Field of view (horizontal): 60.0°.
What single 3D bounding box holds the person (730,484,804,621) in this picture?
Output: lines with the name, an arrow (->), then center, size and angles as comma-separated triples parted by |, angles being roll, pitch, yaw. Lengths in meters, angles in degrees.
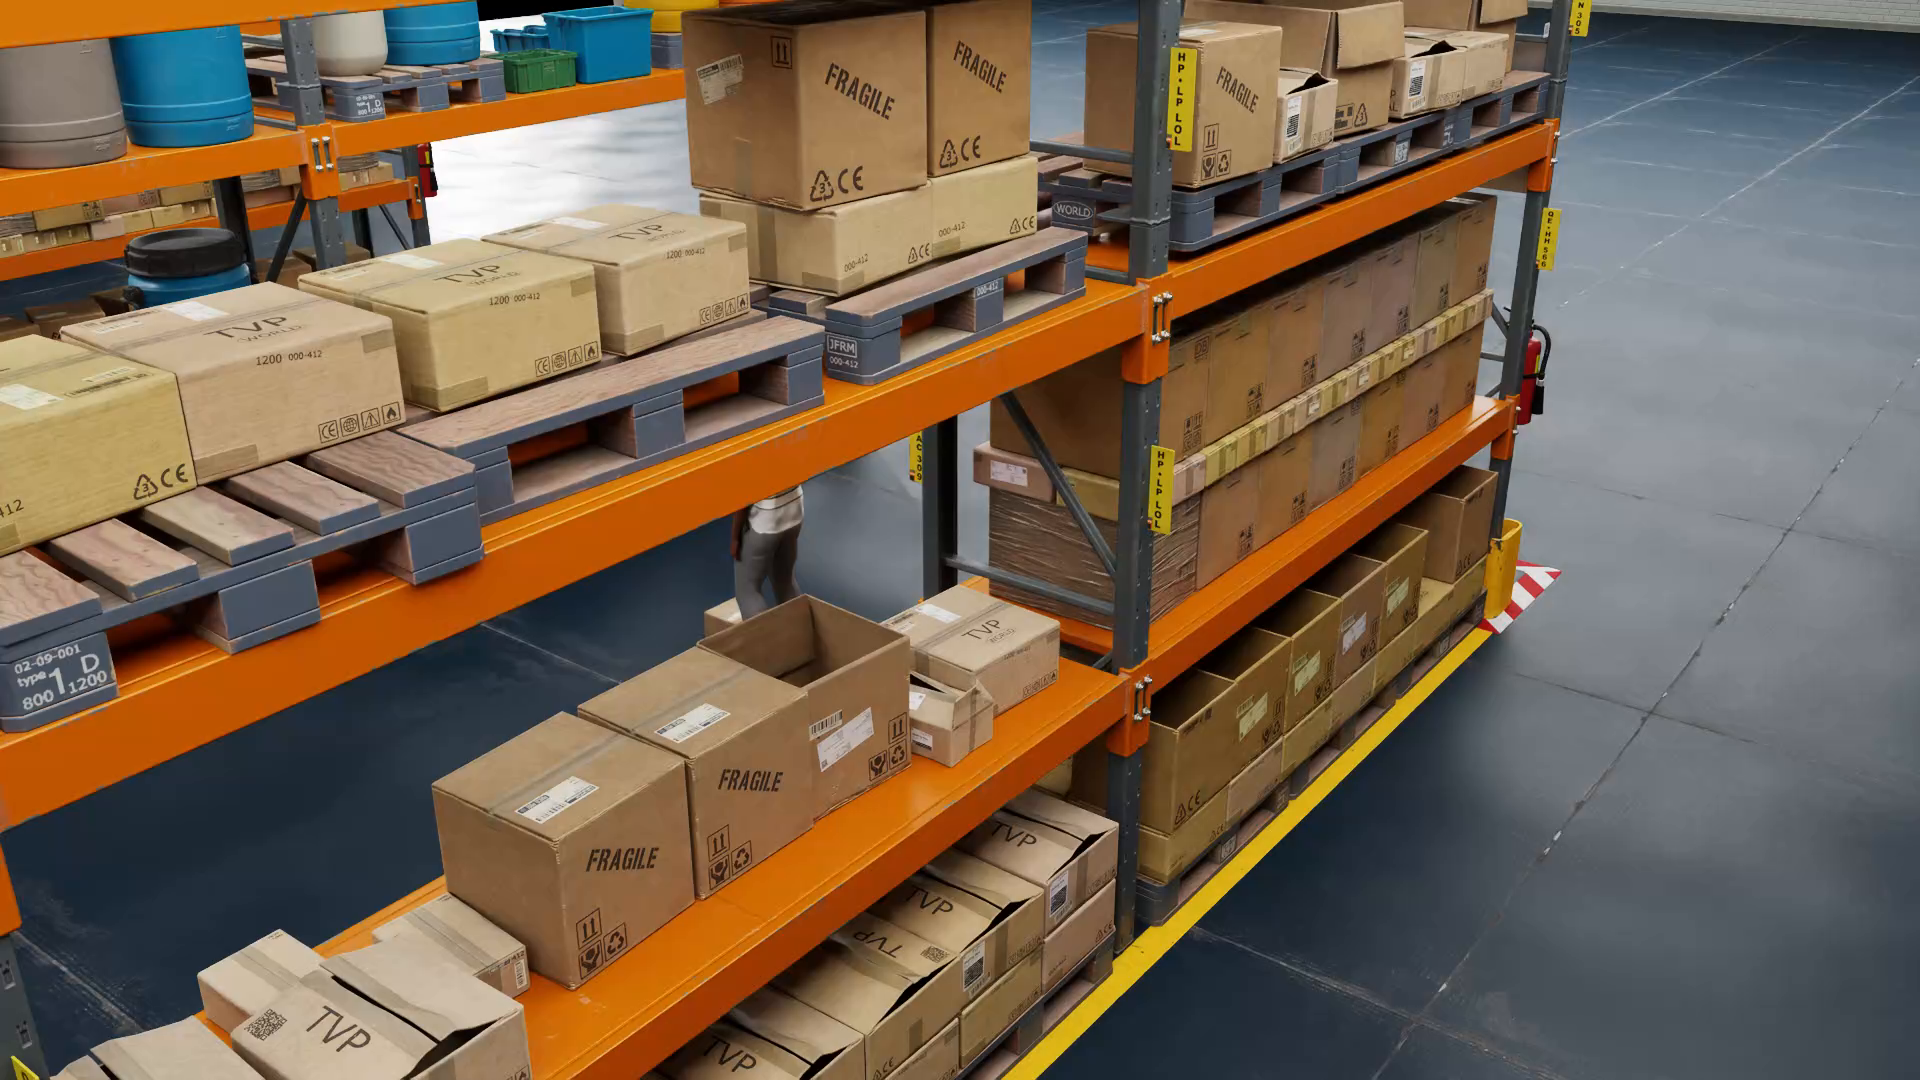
person -> -1.038, -0.088, 8.805 | 0.397, 1.655, 0.516 | 15, 28, 31
